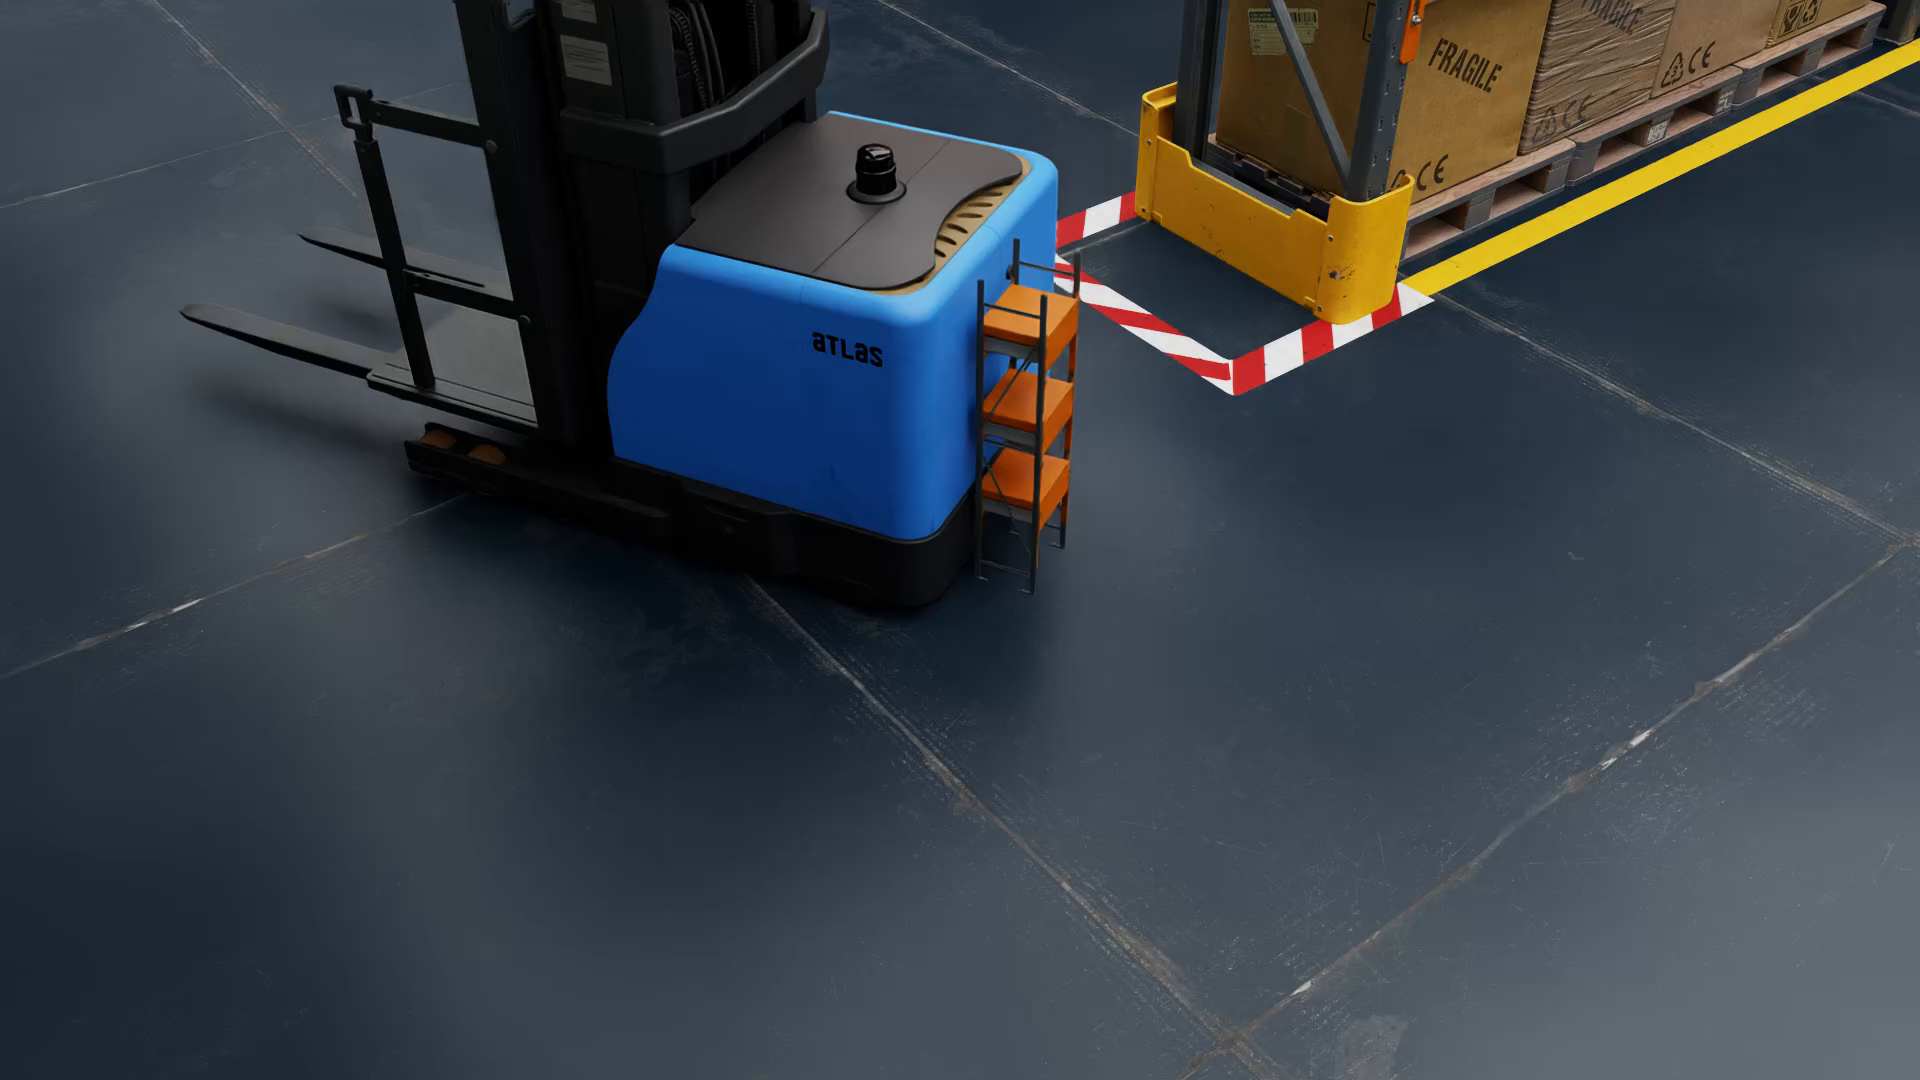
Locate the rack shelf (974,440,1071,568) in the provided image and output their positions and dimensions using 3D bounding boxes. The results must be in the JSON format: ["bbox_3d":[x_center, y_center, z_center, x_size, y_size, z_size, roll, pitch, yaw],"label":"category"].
[{"bbox_3d":[0.188,-0.112,5.013,0.215,0.259,0.240,16,42,19],"label":"rack shelf"}]

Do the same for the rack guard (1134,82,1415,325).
[{"bbox_3d":[1.191,-1.343,6.493,0.348,0.500,1.175,-26,46,-28],"label":"rack guard"}]

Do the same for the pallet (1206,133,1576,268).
[{"bbox_3d":[1.796,-1.589,7.020,1.213,0.211,1.003,-26,46,-28],"label":"pallet"}]

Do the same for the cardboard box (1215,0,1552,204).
[{"bbox_3d":[1.669,-1.947,6.603,0.875,0.875,0.875,-26,46,-28],"label":"cardboard box"}]

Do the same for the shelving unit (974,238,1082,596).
[{"bbox_3d":[0.189,-0.335,4.830,0.215,1.050,0.252,16,42,19],"label":"shelving unit"}]

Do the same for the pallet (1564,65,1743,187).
[{"bbox_3d":[2.763,-2.058,7.592,1.213,0.211,1.003,-26,46,-28],"label":"pallet"}]

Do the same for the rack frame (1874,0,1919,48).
[{"bbox_3d":[4.382,-3.864,7.596,0.127,3.000,1.000,-26,46,-28],"label":"rack frame"}]

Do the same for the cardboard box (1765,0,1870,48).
[{"bbox_3d":[3.810,-2.991,7.875,0.875,0.875,0.875,-26,46,-28],"label":"cardboard box"}]

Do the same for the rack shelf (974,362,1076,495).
[{"bbox_3d":[0.189,-0.327,4.837,0.215,0.259,0.240,16,42,19],"label":"rack shelf"}]

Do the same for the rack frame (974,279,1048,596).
[{"bbox_3d":[0.138,-0.264,4.744,0.200,1.050,0.008,16,42,19],"label":"rack frame"}]

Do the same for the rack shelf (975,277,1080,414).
[{"bbox_3d":[0.189,-0.546,4.657,0.215,0.259,0.240,16,42,19],"label":"rack shelf"}]

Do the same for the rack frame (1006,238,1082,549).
[{"bbox_3d":[0.239,-0.405,4.916,0.200,1.050,0.008,16,42,19],"label":"rack frame"}]

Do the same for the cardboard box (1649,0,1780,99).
[{"bbox_3d":[3.096,-2.643,7.451,0.875,0.875,0.875,-26,46,-28],"label":"cardboard box"}]

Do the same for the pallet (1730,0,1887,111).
[{"bbox_3d":[3.731,-2.532,8.170,1.213,0.211,1.003,-26,46,-28],"label":"pallet"}]

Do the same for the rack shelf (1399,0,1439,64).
[{"bbox_3d":[2.796,-2.813,6.882,4.000,0.370,1.077,-26,46,-28],"label":"rack shelf"}]

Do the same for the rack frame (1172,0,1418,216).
[{"bbox_3d":[1.210,-2.319,5.711,0.127,3.000,1.000,-26,46,-28],"label":"rack frame"}]

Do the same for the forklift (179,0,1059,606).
[{"bbox_3d":[-1.252,-1.563,4.845,3.031,2.935,1.130,16,42,19],"label":"forklift"}]

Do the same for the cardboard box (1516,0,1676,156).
[{"bbox_3d":[2.390,-2.299,7.031,0.875,0.875,0.875,-26,46,-28],"label":"cardboard box"}]

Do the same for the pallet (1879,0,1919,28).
[{"bbox_3d":[4.948,-3.122,8.890,1.213,0.211,1.003,-26,46,-28],"label":"pallet"}]
